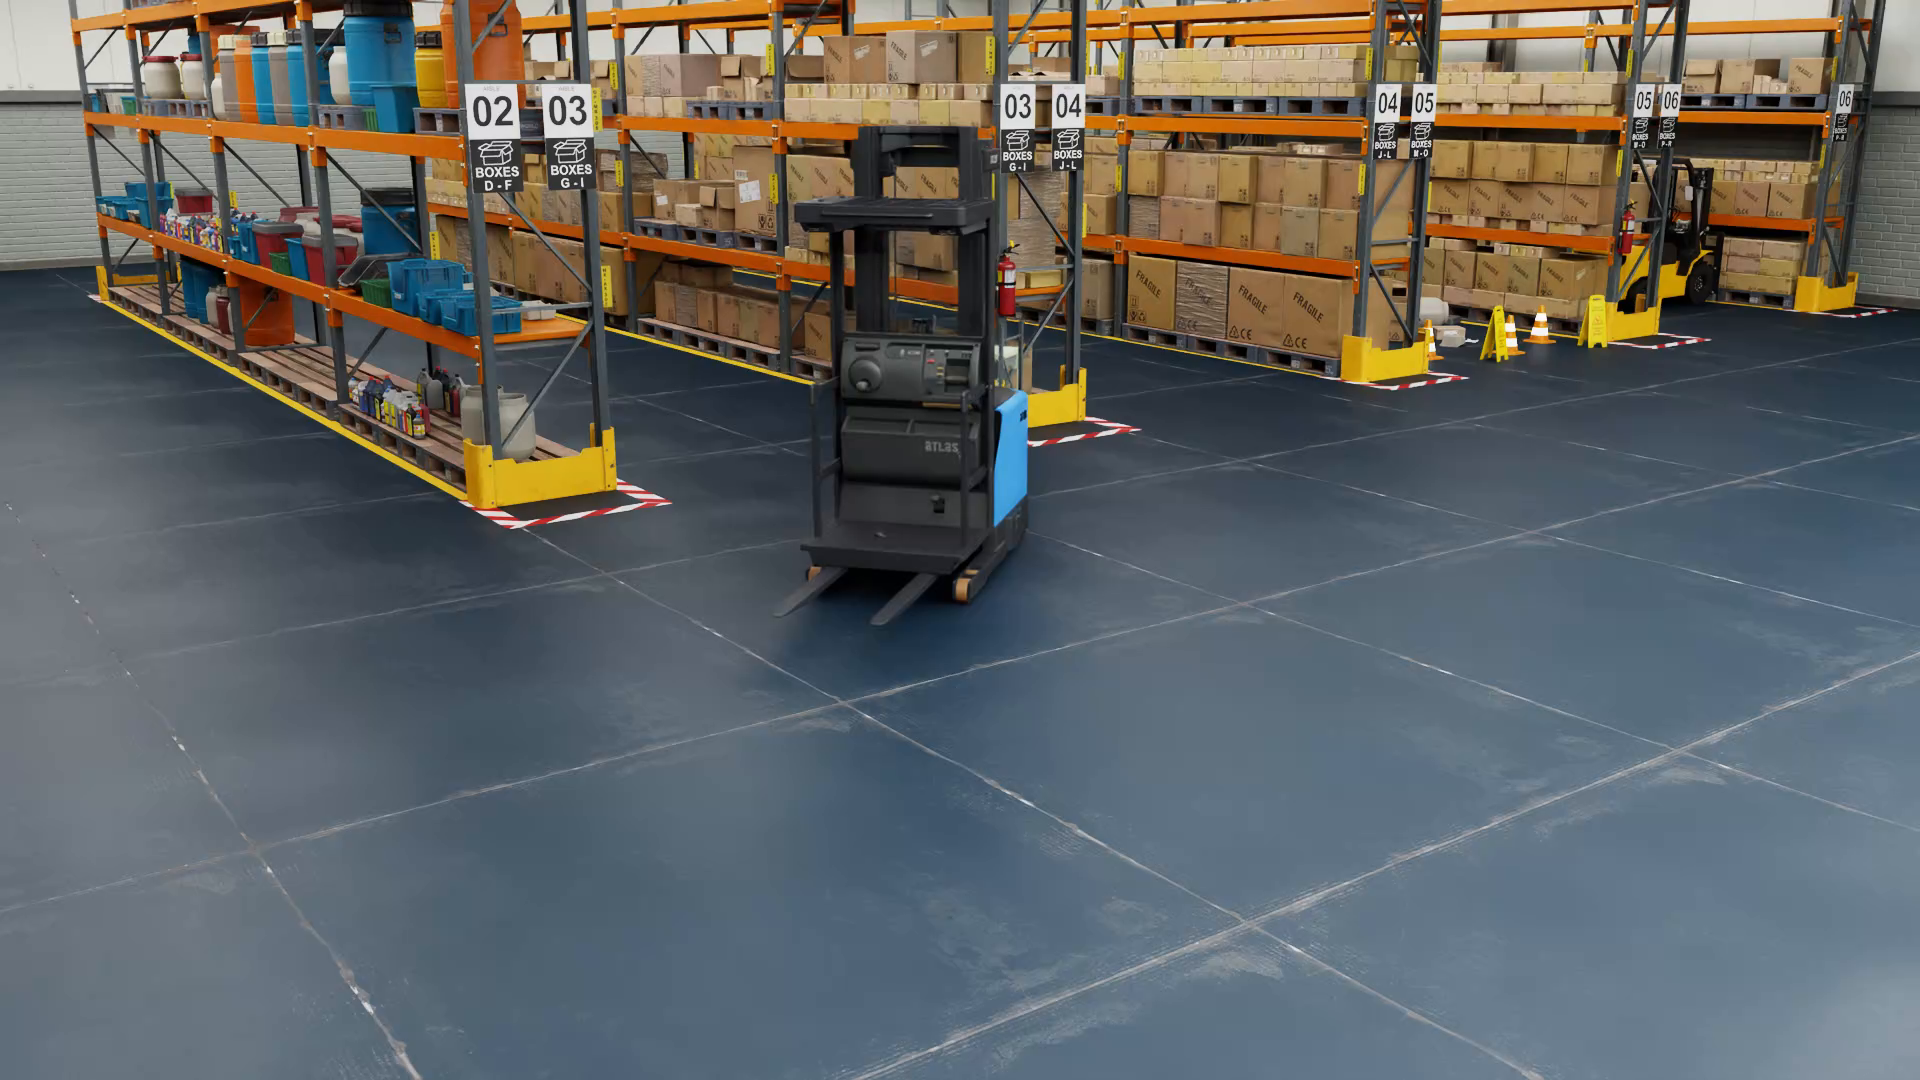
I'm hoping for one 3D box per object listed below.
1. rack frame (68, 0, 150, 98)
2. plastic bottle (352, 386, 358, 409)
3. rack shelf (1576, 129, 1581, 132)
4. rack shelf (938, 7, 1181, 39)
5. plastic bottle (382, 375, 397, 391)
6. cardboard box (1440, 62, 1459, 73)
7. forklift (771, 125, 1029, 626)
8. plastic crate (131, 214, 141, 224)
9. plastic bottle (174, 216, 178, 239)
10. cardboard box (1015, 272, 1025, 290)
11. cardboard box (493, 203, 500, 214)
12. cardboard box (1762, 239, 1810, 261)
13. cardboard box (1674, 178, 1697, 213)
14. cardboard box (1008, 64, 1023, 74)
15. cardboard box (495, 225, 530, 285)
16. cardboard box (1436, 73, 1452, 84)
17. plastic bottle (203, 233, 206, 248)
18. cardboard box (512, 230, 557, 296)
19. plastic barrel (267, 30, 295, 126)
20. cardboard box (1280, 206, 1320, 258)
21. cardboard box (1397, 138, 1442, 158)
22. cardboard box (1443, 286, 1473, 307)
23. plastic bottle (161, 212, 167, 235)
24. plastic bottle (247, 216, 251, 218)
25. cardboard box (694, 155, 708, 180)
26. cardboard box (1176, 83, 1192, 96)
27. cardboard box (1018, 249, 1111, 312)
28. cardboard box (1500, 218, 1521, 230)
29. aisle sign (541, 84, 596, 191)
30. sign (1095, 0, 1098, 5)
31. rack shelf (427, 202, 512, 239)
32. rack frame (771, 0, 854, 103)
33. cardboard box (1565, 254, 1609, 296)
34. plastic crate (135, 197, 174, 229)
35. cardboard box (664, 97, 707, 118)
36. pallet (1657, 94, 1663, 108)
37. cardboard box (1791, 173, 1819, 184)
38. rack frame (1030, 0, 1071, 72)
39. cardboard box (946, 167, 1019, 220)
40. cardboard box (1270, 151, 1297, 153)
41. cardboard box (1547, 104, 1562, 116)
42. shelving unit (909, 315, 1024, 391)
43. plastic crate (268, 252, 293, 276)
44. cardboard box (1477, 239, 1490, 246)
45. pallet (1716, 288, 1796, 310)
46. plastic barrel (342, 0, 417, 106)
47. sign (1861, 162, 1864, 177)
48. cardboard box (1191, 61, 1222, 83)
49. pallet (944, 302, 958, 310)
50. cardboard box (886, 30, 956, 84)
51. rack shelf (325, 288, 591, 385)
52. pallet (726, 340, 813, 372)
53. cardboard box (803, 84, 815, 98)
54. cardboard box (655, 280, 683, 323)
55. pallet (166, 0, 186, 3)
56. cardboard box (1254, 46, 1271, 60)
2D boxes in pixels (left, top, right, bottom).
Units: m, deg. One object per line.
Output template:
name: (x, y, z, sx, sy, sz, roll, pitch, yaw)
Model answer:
rack frame: (-12.679, -8.110, 24.661, 1.000, 3.000, 0.127, -11, 19, -35)
plastic bottle: (-5.731, -1.359, 15.826, 0.097, 0.201, 0.097, 0, 15, 0)
rack shelf: (9.236, -7.259, 28.597, 1.077, 0.370, 4.000, -11, 19, -35)
rack shelf: (1.279, -6.952, 22.550, 1.077, 0.370, 4.000, -11, 19, -35)
plastic bottle: (-5.368, -1.374, 15.599, 0.144, 0.351, 0.185, -11, 19, -35)
cardboard box: (8.667, -8.047, 28.940, 0.700, 0.500, 0.500, -11, 19, -36)
forklift: (-0.377, -1.123, 10.626, 1.130, 2.935, 3.031, 4, 16, 15)
plastic crate: (-11.202, -4.456, 23.082, 0.437, 0.125, 0.590, -11, 19, -35)
plastic bottle: (-9.934, -3.972, 21.127, 0.061, 0.283, 0.133, -11, 19, -35)
cardboard box: (0.401, -2.476, 15.917, 0.380, 0.149, 0.250, -11, 19, -35)
cardboard box: (-6.917, -5.079, 25.428, 0.380, 0.149, 0.250, -10, 18, -33)
cardboard box: (12.241, -4.287, 24.575, 0.500, 0.250, 0.500, -10, 18, -33)
cardboard box: (11.359, -5.318, 25.634, 0.500, 0.500, 0.500, -11, 19, -34)
cardboard box: (0.877, -8.700, 31.317, 0.797, 0.503, 0.637, -9, 18, -30)
cardboard box: (-6.644, -4.462, 25.927, 0.875, 0.875, 0.875, -11, 19, -35)
cardboard box: (6.778, -6.384, 23.003, 0.380, 0.149, 0.250, -11, 19, -35)
plastic bottle: (-9.033, -3.613, 19.972, 0.097, 0.201, 0.097, 0, 15, 0)
cardboard box: (-5.928, -4.175, 24.878, 1.225, 0.875, 0.875, -11, 19, -34)
plastic barrel: (-6.482, -4.557, 16.413, 0.600, 0.901, 0.600, 0, 15, 0)
cardboard box: (4.211, -3.576, 19.174, 0.875, 0.550, 0.550, -11, 19, -35)
cardboard box: (6.483, -5.507, 23.869, 0.700, 0.500, 0.500, -11, 19, -35)
cardboard box: (7.165, -3.444, 23.391, 0.500, 0.250, 0.500, -11, 19, -35)
plastic bottle: (-10.378, -4.133, 21.716, 0.061, 0.283, 0.133, -11, 19, -35)
plastic bottle: (-9.107, -4.005, 21.260, 0.152, 0.276, 0.135, -11, 19, -35)
cardboard box: (-4.560, -6.786, 30.437, 0.500, 0.500, 0.500, -10, 18, -32)
cardboard box: (2.840, -5.455, 20.134, 0.380, 0.149, 0.250, -11, 19, -35)
cardboard box: (1.453, -3.614, 23.063, 1.050, 0.750, 0.750, -11, 19, -35)
cardboard box: (7.550, -4.295, 22.561, 0.380, 0.149, 0.250, -11, 19, -35)
aisle sign: (-2.992, -3.084, 12.737, 0.394, 0.787, 0.004, -11, 19, -35)
sign: (2.917, -11.593, 35.467, 0.100, 0.325, 0.005, -11, 19, -35)
rack shelf: (-7.496, -5.211, 26.797, 1.077, 0.370, 4.000, -11, 19, -35)
rack frame: (-1.617, -6.316, 18.108, 1.000, 3.000, 0.127, -11, 19, -35)
cardboard box: (8.486, -3.565, 22.412, 0.500, 0.500, 0.500, -12, 19, -36)
plastic crate: (-10.877, -4.430, 22.497, 0.392, 0.384, 0.575, -11, 19, -35)
cardboard box: (-3.287, -5.294, 20.337, 0.500, 0.250, 0.500, -10, 18, -33)
pallet: (10.935, -6.958, 26.303, 1.003, 0.211, 1.213, -11, 19, -35)
cardboard box: (12.334, -5.270, 24.230, 0.380, 0.149, 0.250, -11, 19, -34)
rack frame: (1.696, -9.563, 29.969, 1.000, 3.000, 0.127, -11, 19, -35)
cardboard box: (0.212, -3.322, 15.884, 0.500, 0.500, 0.500, -11, 19, -35)
cardboard box: (5.150, -5.939, 26.545, 0.500, 0.500, 0.500, -12, 20, -38)
cardboard box: (7.919, -5.640, 21.794, 0.380, 0.149, 0.250, -11, 19, -34)
shelving unit: (0.046, -0.900, 12.523, 0.755, 1.500, 0.431, 7, 17, 24)
plastic crate: (-6.875, -2.880, 17.317, 0.450, 0.188, 0.662, -11, 19, -35)
cardboard box: (9.203, -5.226, 29.192, 0.875, 0.625, 0.625, -12, 19, -37)
pallet: (12.281, -3.690, 25.158, 1.003, 0.211, 1.213, -11, 19, -35)
plastic barrel: (-5.124, -4.316, 14.736, 0.600, 0.901, 0.708, -11, 19, -35)
sign: (13.216, -5.419, 24.402, 0.100, 0.325, 0.005, -11, 19, -35)
cardboard box: (3.111, -5.577, 19.823, 0.500, 0.250, 0.500, -11, 19, -35)
pallet: (0.505, -3.500, 24.465, 1.003, 0.211, 1.213, -11, 19, -35)
cardboard box: (-0.381, -4.740, 16.330, 0.500, 0.500, 0.500, -11, 19, -35)
rack shelf: (-4.447, -1.880, 14.625, 1.077, 0.370, 4.000, -11, 19, -35)
pallet: (-2.076, -2.244, 19.874, 1.003, 0.211, 1.213, -11, 19, -35)
cardboard box: (-1.463, -4.826, 17.874, 0.380, 0.149, 0.250, -12, 19, -37)
cardboard box: (-3.558, -3.144, 21.781, 0.700, 0.500, 0.500, -12, 19, -37)
pallet: (-8.374, -6.277, 19.078, 1.213, 0.211, 1.003, -11, 19, -35)
cardboard box: (3.587, -5.569, 19.039, 0.380, 0.149, 0.250, -11, 19, -35)
